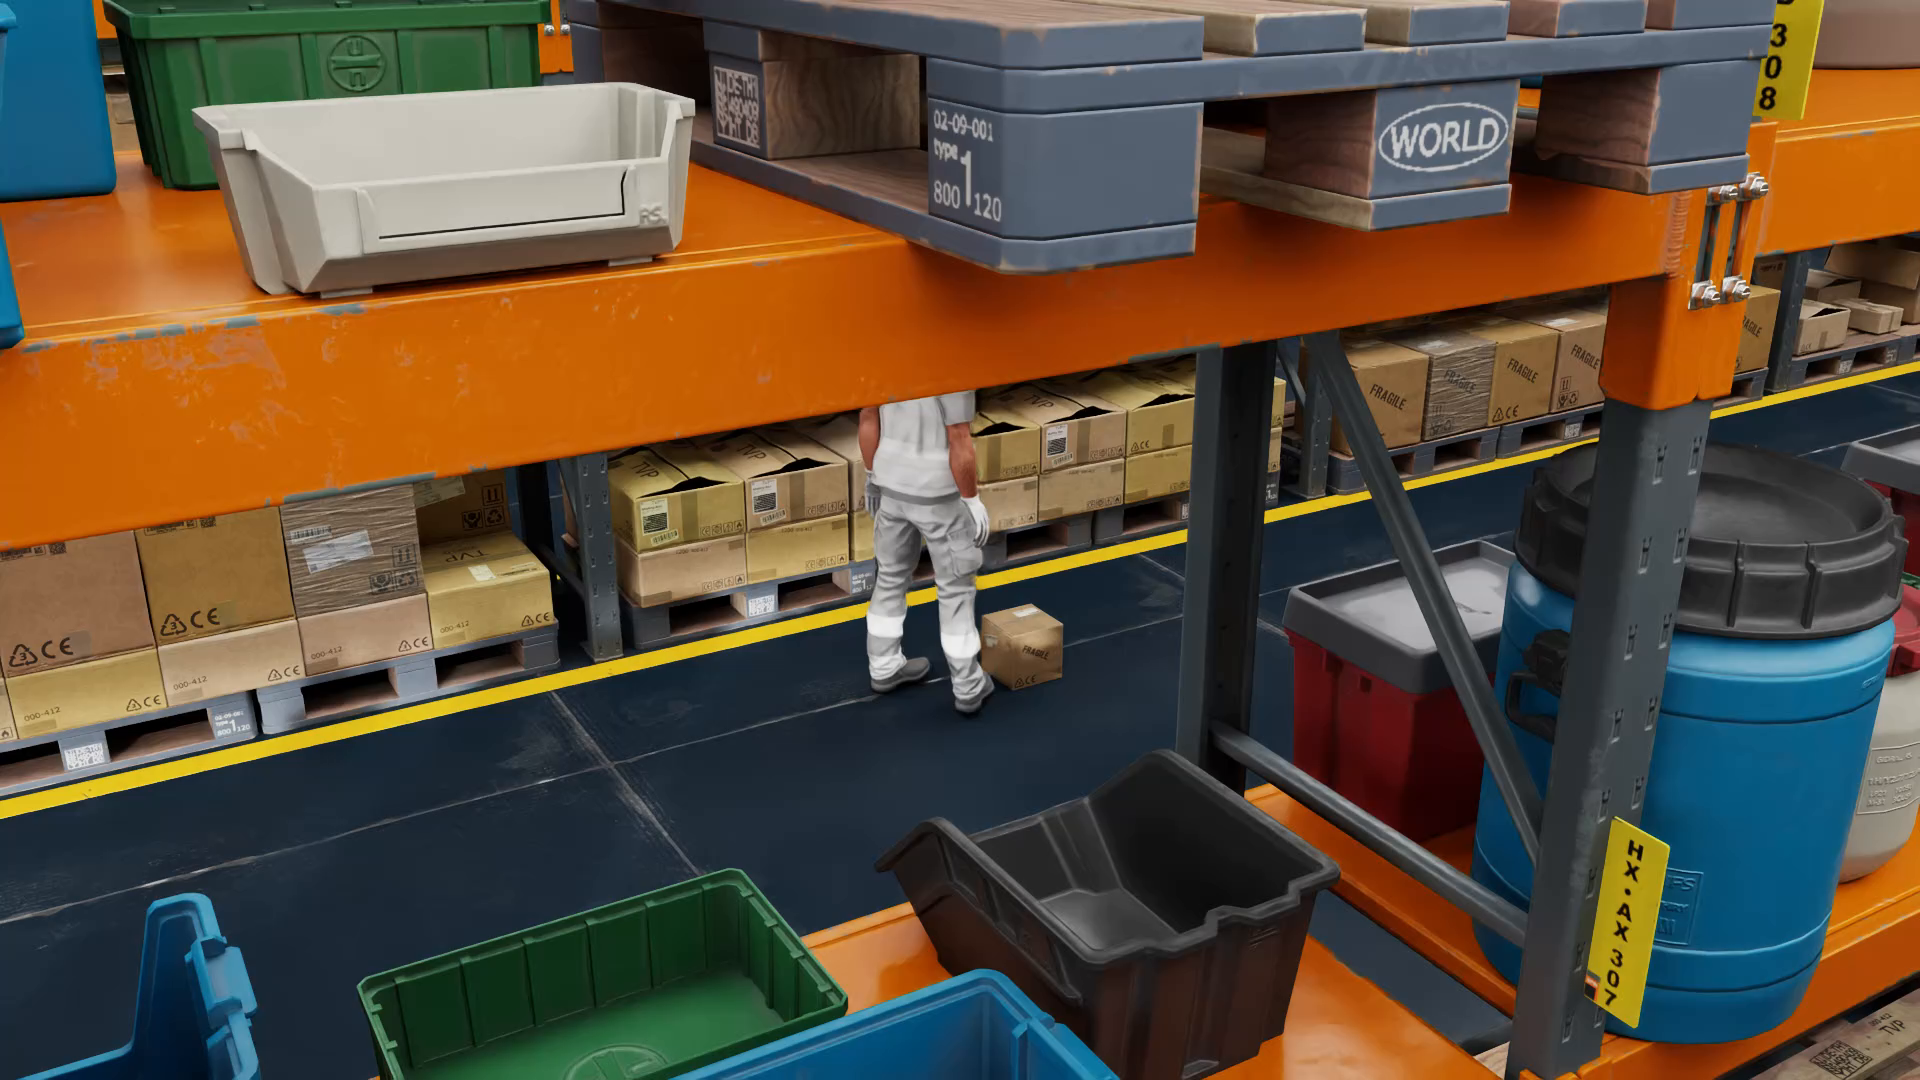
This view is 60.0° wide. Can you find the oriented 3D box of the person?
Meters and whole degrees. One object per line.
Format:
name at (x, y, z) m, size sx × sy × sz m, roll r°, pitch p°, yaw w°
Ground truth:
person at (-0.092, -0.189, 6.500) m, size 0.604 × 1.774 × 0.440 m, roll 19°, pitch 28°, yaw 39°
